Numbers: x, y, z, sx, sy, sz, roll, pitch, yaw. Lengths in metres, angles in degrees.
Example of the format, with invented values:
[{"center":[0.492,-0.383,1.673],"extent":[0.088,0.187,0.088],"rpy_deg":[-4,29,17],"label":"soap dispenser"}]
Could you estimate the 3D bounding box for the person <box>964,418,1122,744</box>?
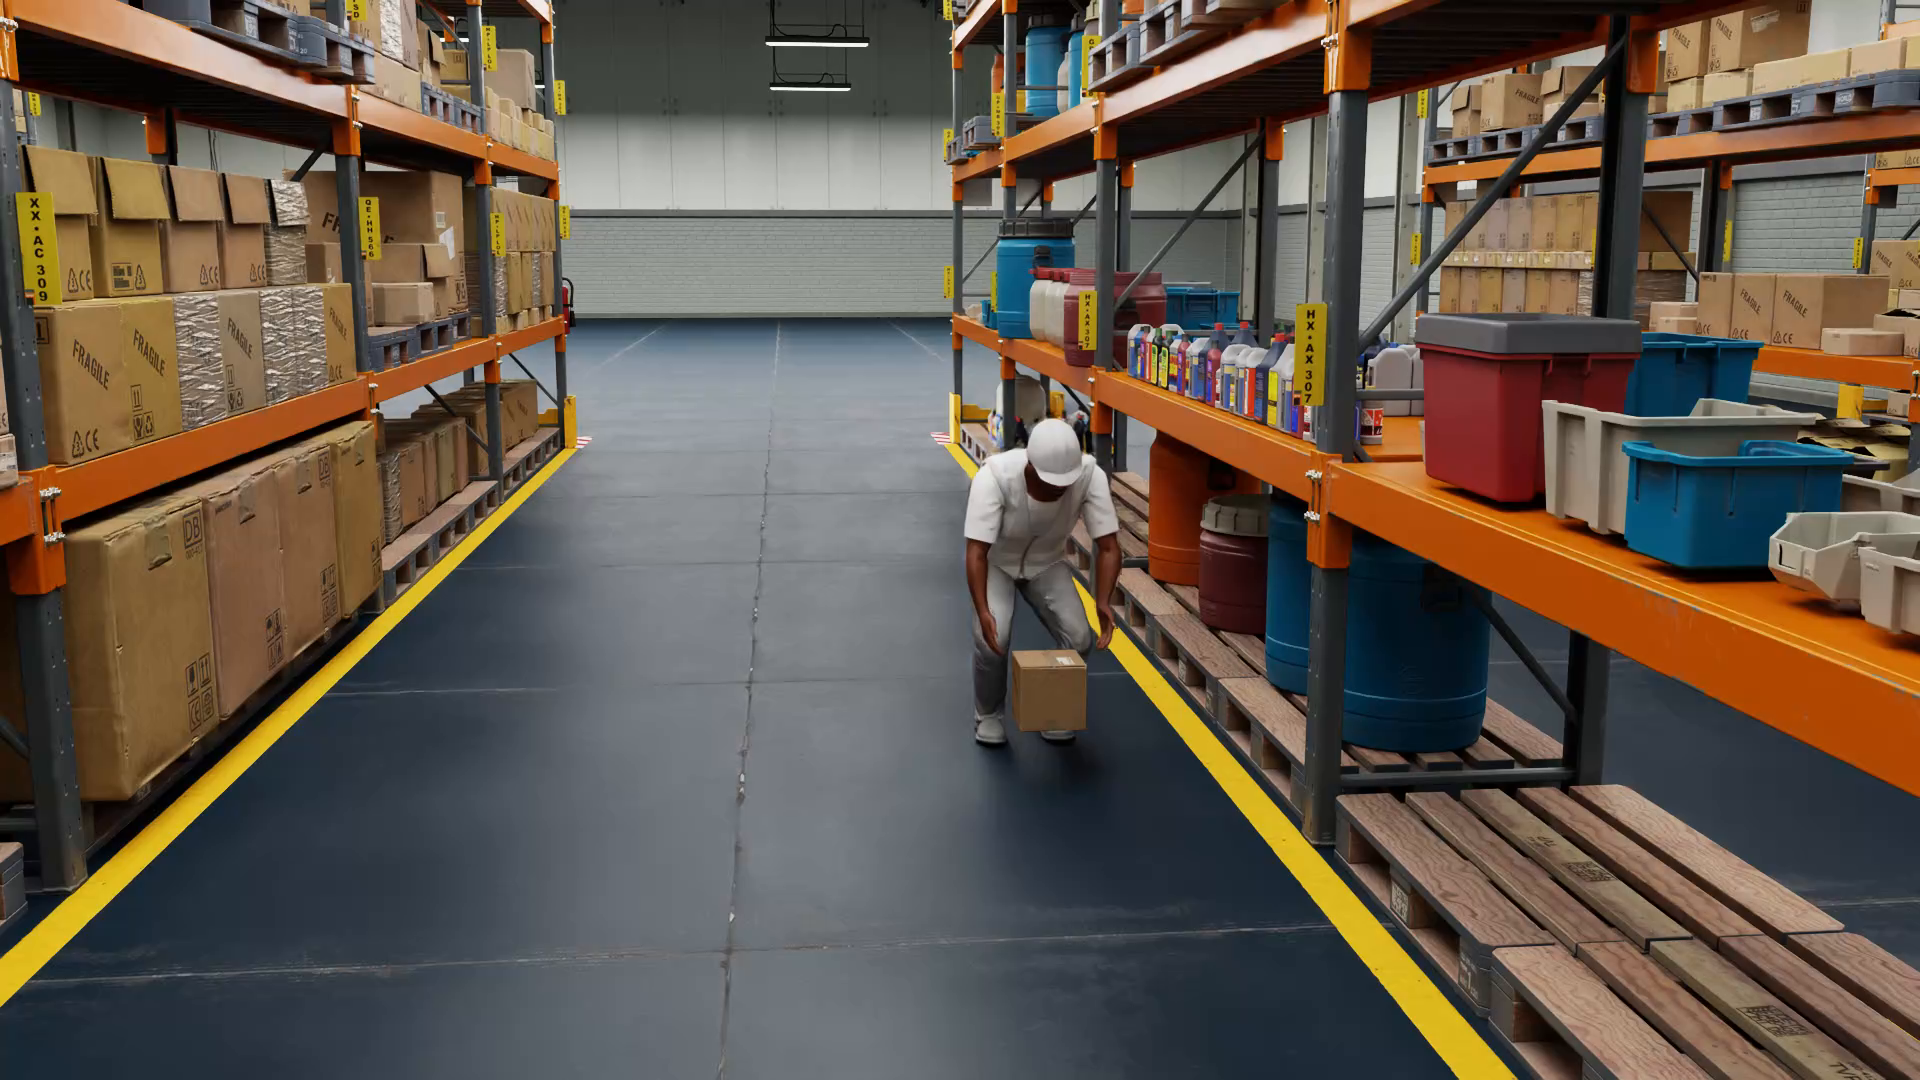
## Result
[{"center":[0.310,0.156,6.665],"extent":[0.631,1.346,0.790],"rpy_deg":[-2,10,-9],"label":"person"}]
